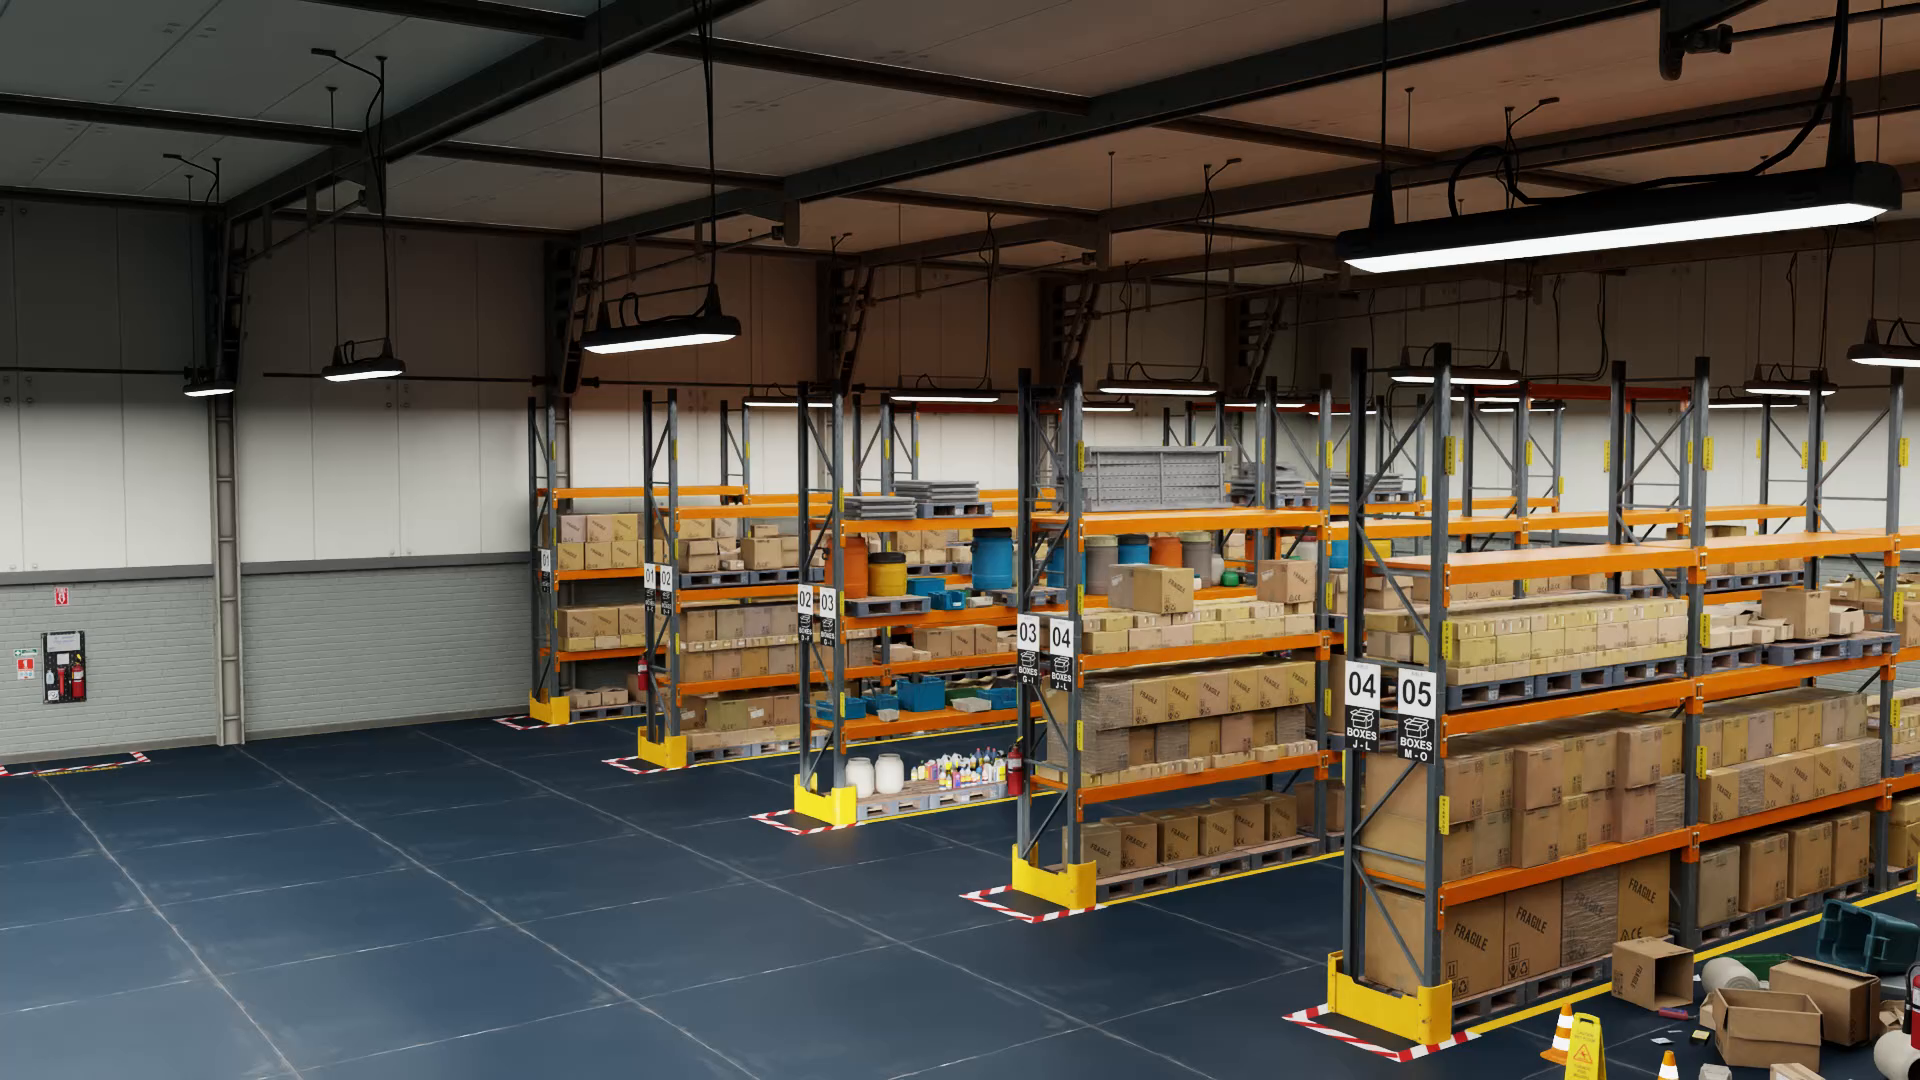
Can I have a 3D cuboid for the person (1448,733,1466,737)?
[{"bbox_3d":[5.903,3.108,19.848,0.553,1.780,0.582,-3,4,-37],"label":"person"}]
